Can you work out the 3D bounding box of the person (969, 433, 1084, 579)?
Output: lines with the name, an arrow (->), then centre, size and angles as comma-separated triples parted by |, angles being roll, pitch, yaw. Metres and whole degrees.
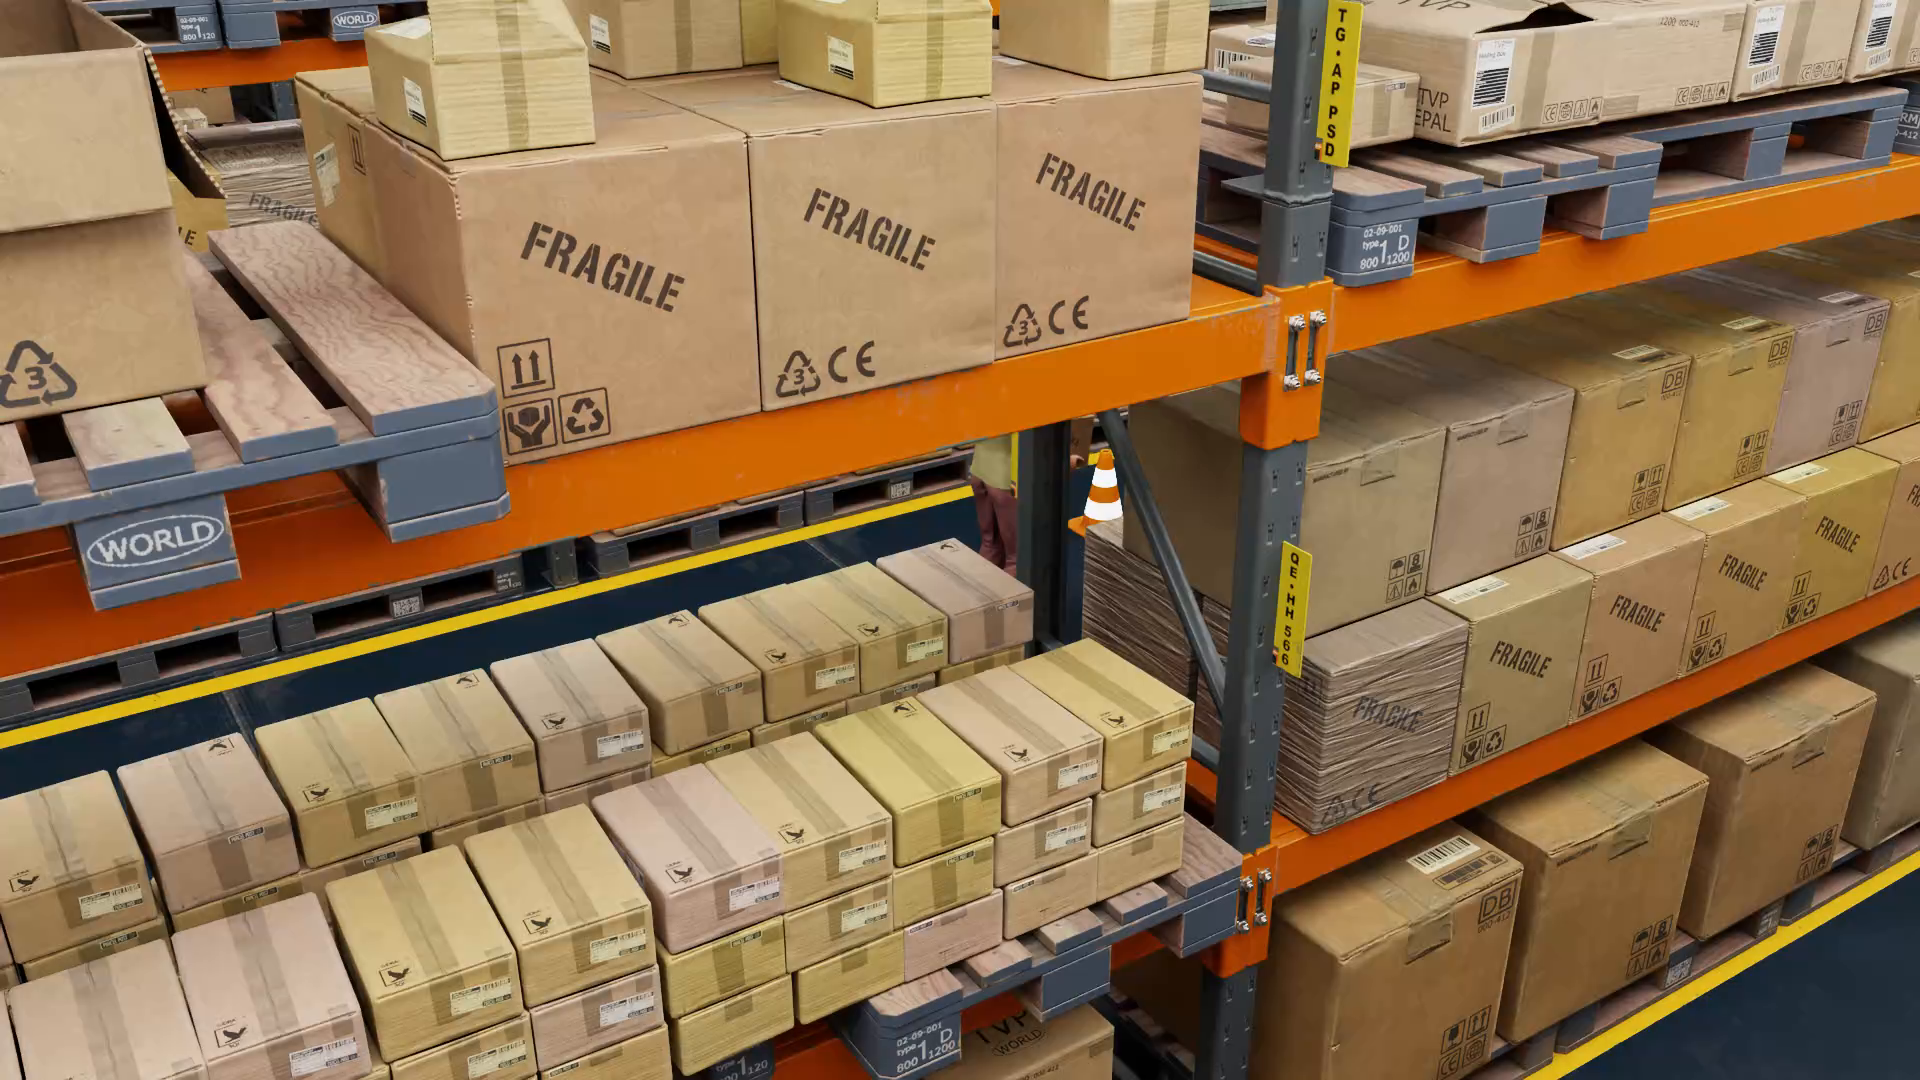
person -> 0.262, -0.275, 7.708 | 0.561, 1.662, 0.426 | -15, 29, -29
